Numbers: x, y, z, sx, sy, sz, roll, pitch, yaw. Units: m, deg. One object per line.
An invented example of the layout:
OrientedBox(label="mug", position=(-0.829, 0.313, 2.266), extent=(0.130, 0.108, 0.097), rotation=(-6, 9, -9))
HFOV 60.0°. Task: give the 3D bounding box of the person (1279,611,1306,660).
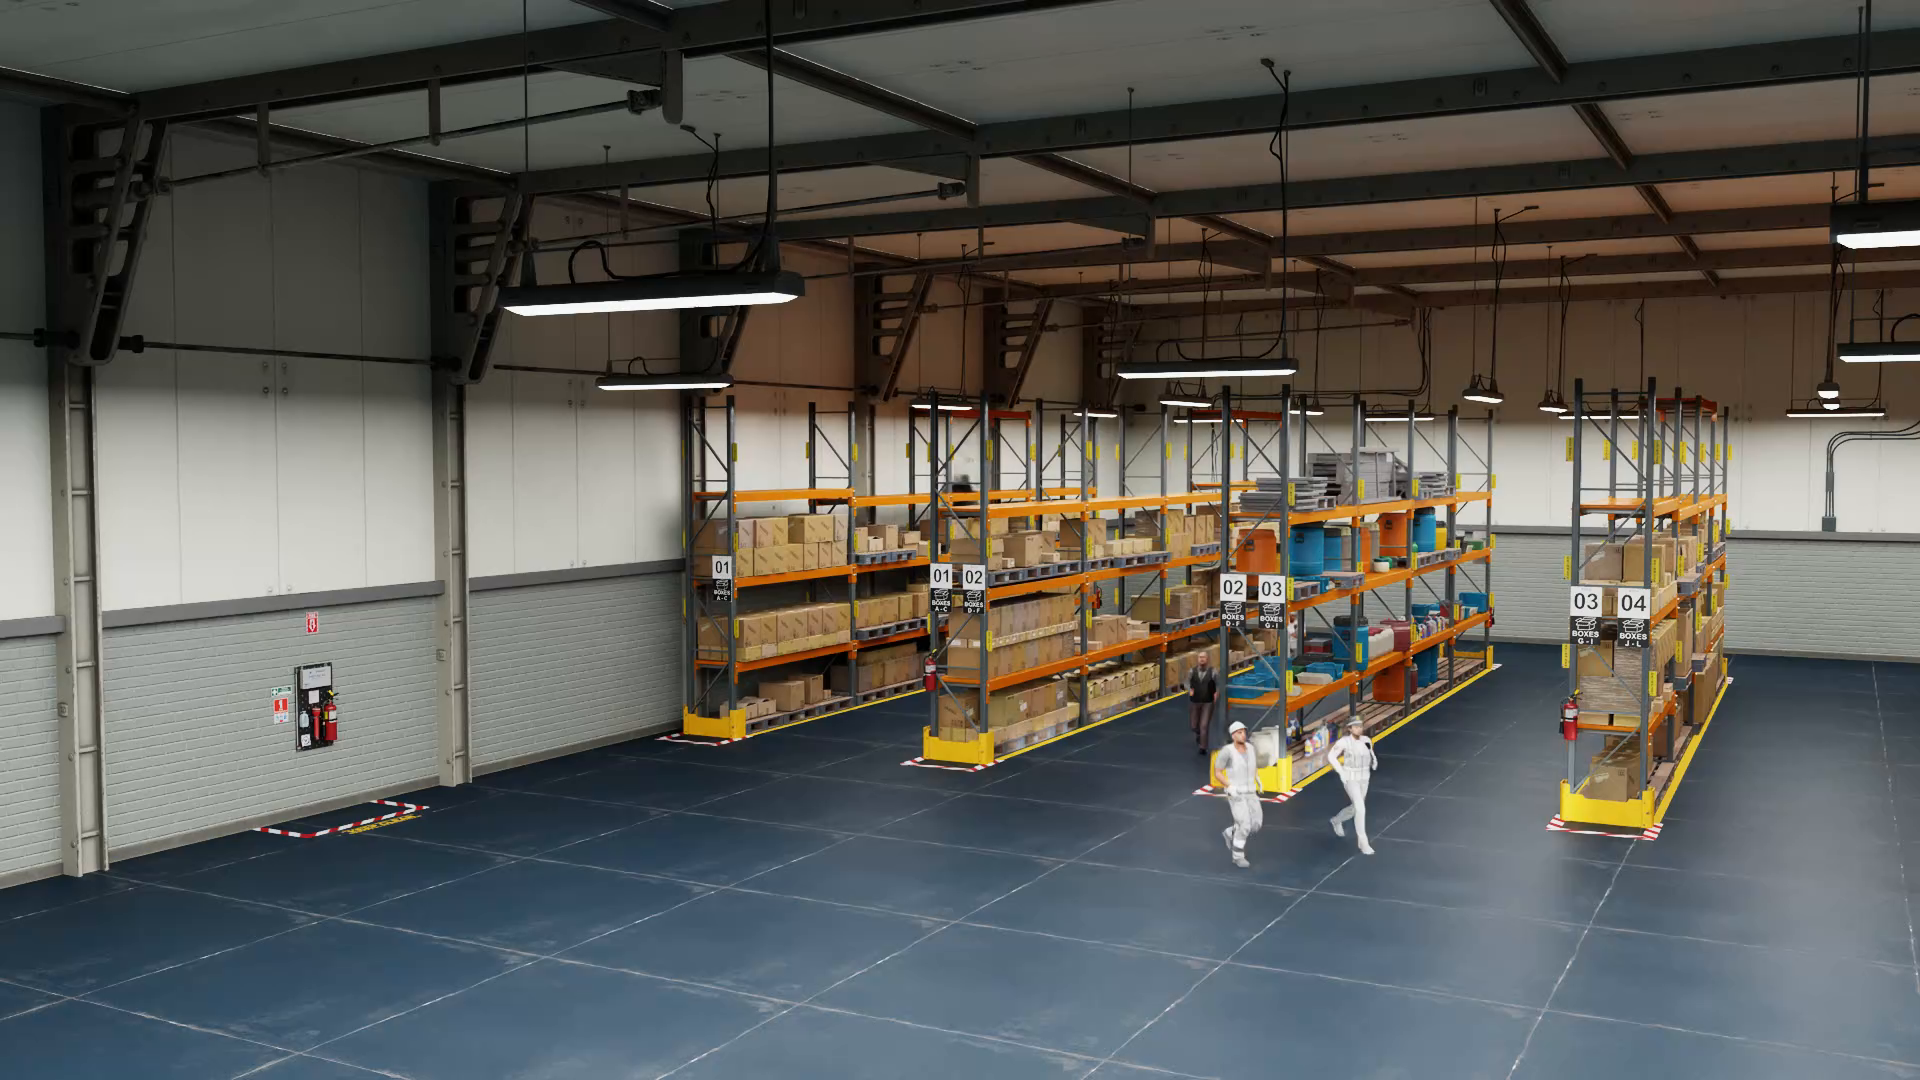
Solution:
OrientedBox(label="person", position=(7.027, 2.292, 35.197), extent=(0.610, 1.661, 0.911), rotation=(1, 3, 21))

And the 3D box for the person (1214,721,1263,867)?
OrientedBox(label="person", position=(3.383, 3.070, 20.197), extent=(0.655, 1.748, 0.562), rotation=(-2, 3, -31))

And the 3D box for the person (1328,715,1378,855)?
OrientedBox(label="person", position=(5.002, 3.051, 21.047), extent=(0.603, 1.710, 0.849), rotation=(-1, 3, -23))

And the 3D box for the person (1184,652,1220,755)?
OrientedBox(label="person", position=(4.054, 2.705, 27.678), extent=(0.666, 1.682, 0.748), rotation=(1, 3, 19))
